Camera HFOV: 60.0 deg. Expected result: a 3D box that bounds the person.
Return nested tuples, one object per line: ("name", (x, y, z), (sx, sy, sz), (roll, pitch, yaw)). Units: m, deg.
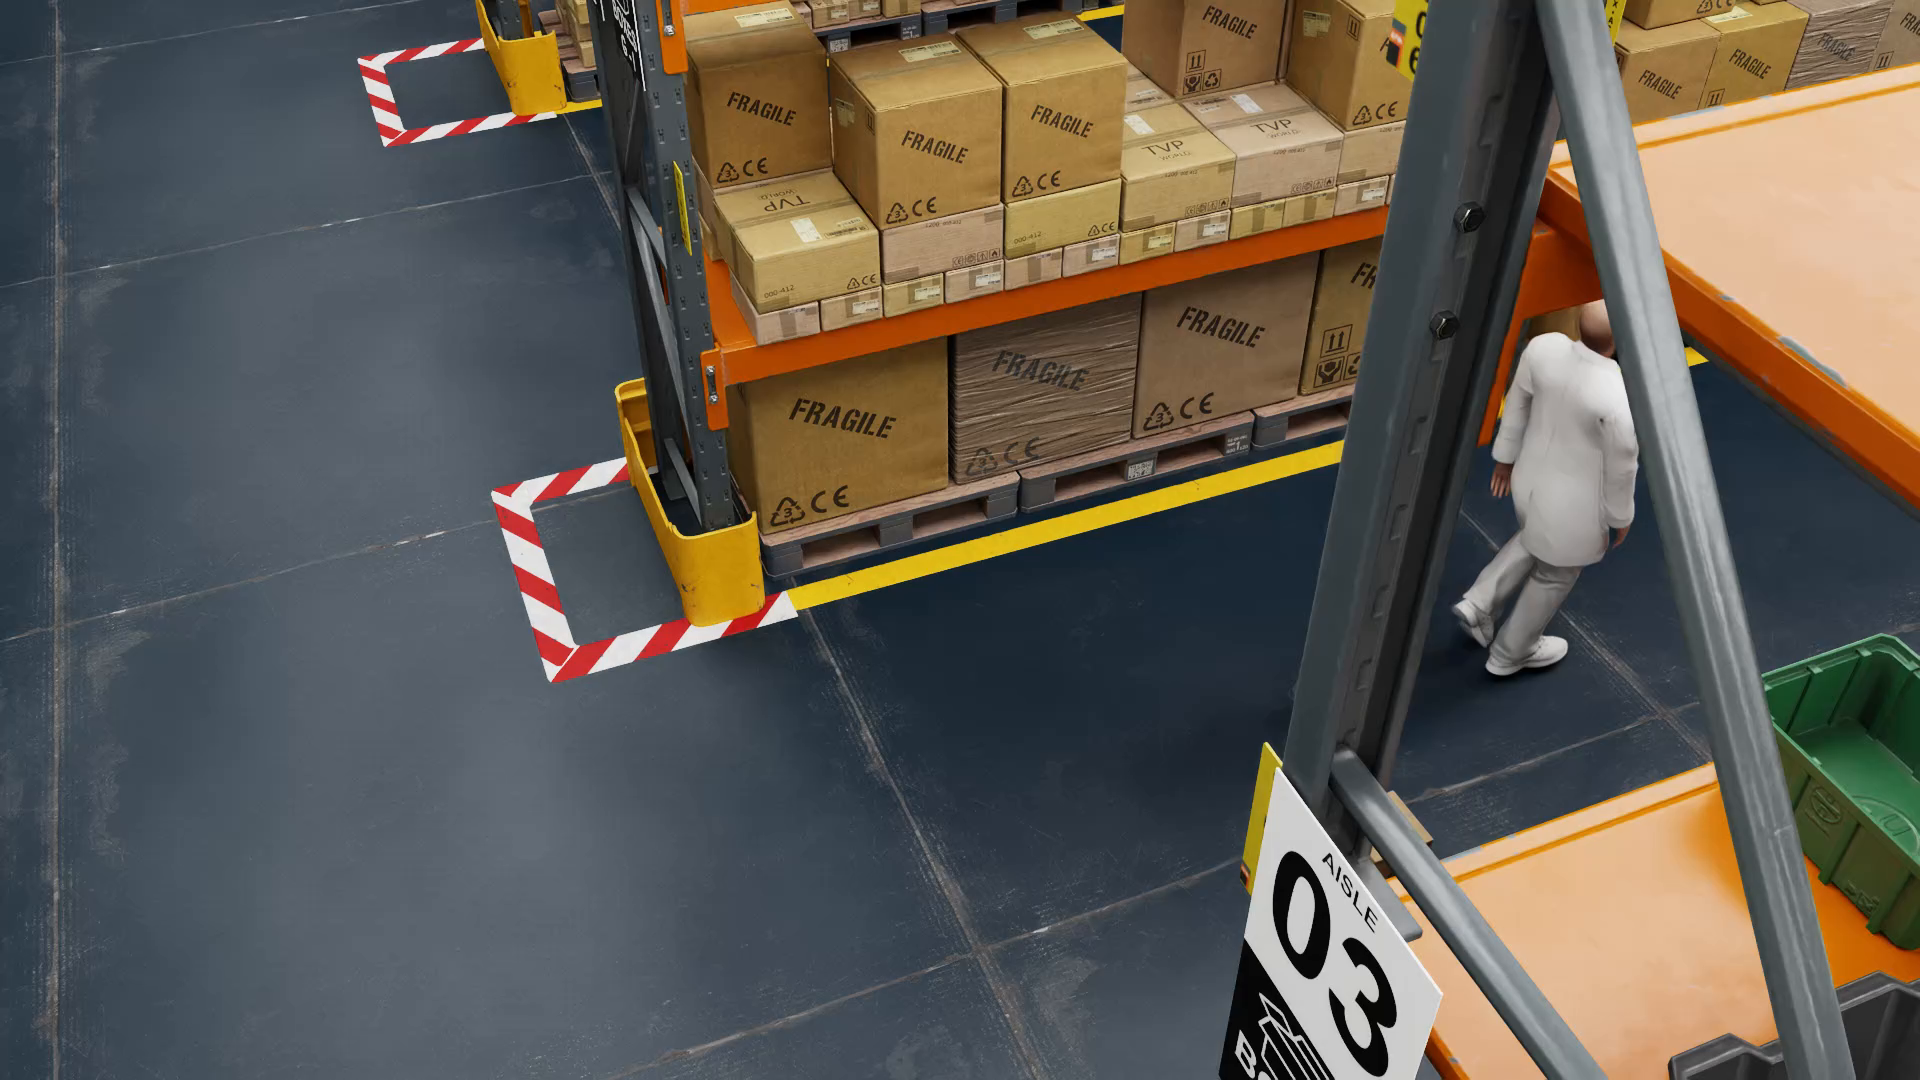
("person", (2.288, -0.192, 6.363), (0.524, 1.790, 0.584), (-17, 44, -18))
